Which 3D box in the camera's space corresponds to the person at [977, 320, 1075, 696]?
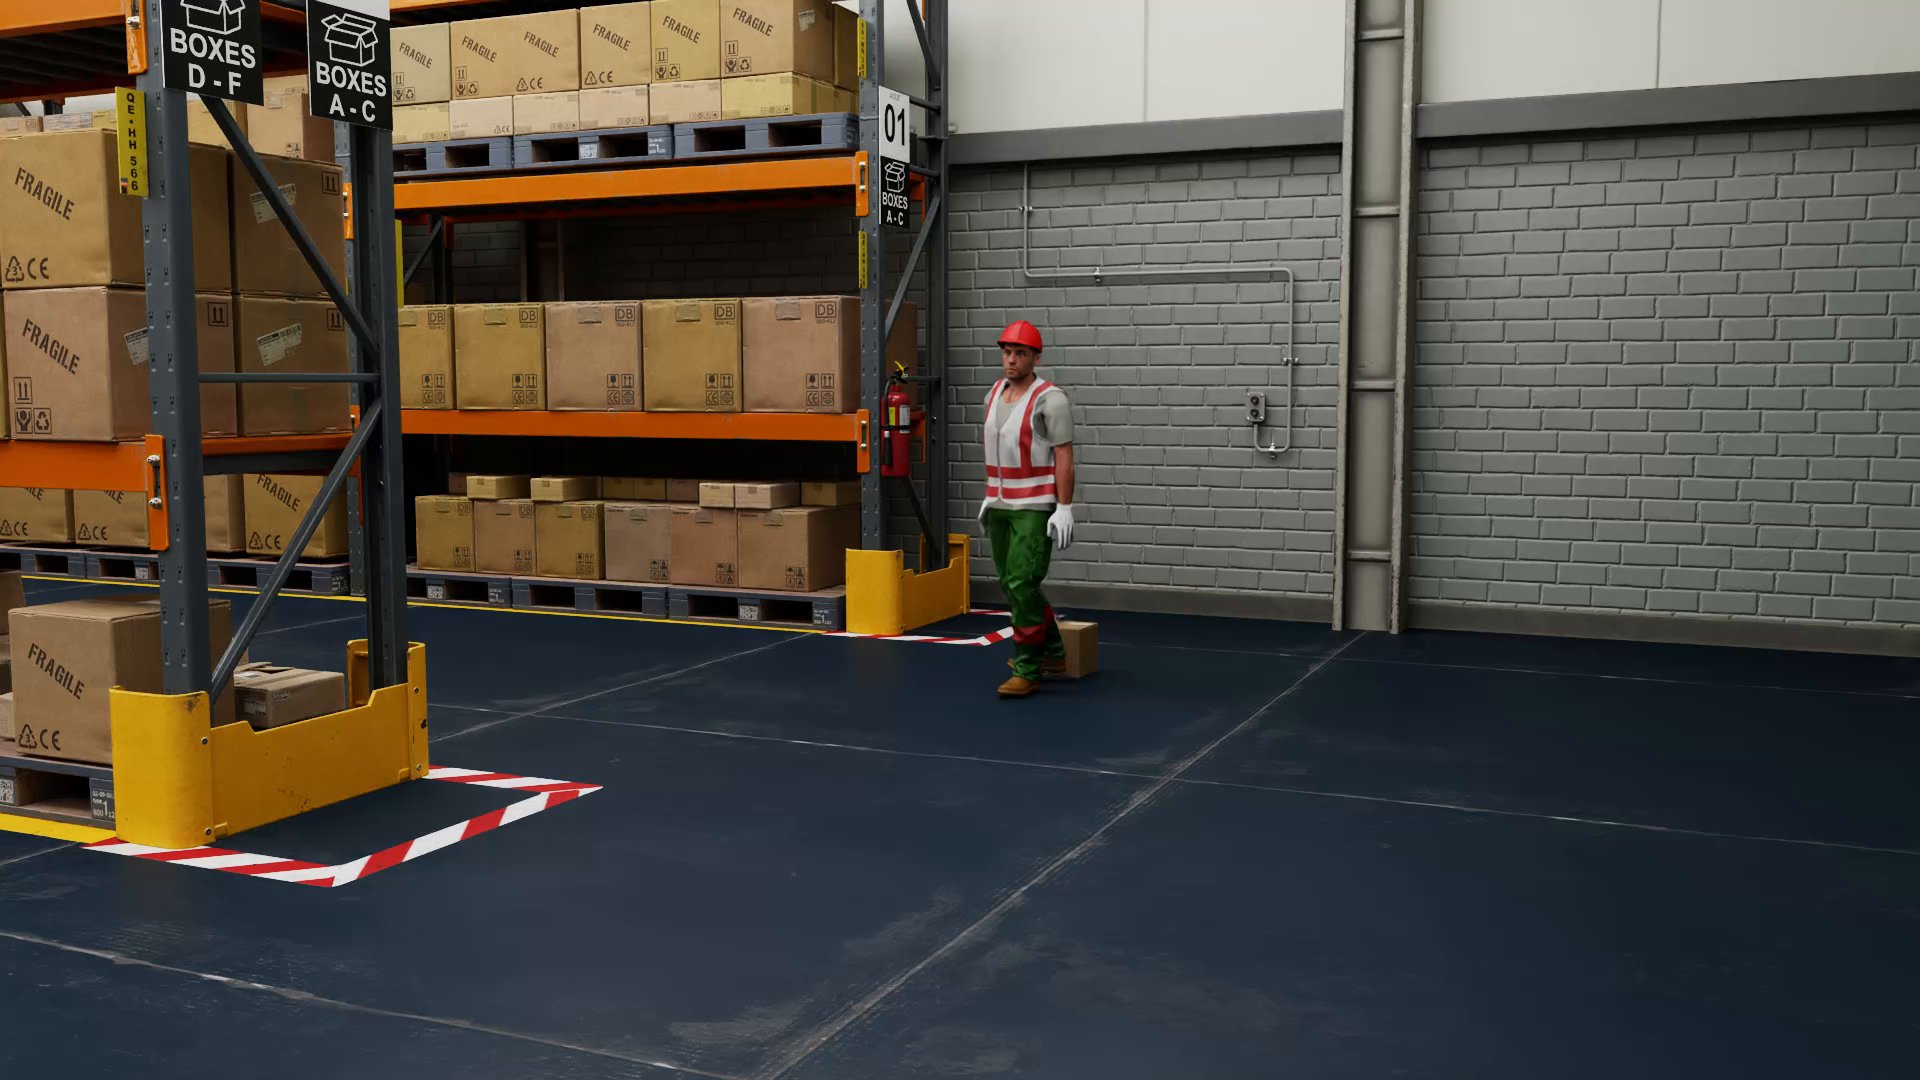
[{"bbox_3d":[0.352,-0.157,7.999,0.571,1.776,0.580,-5,7,-39],"label":"person"}]
